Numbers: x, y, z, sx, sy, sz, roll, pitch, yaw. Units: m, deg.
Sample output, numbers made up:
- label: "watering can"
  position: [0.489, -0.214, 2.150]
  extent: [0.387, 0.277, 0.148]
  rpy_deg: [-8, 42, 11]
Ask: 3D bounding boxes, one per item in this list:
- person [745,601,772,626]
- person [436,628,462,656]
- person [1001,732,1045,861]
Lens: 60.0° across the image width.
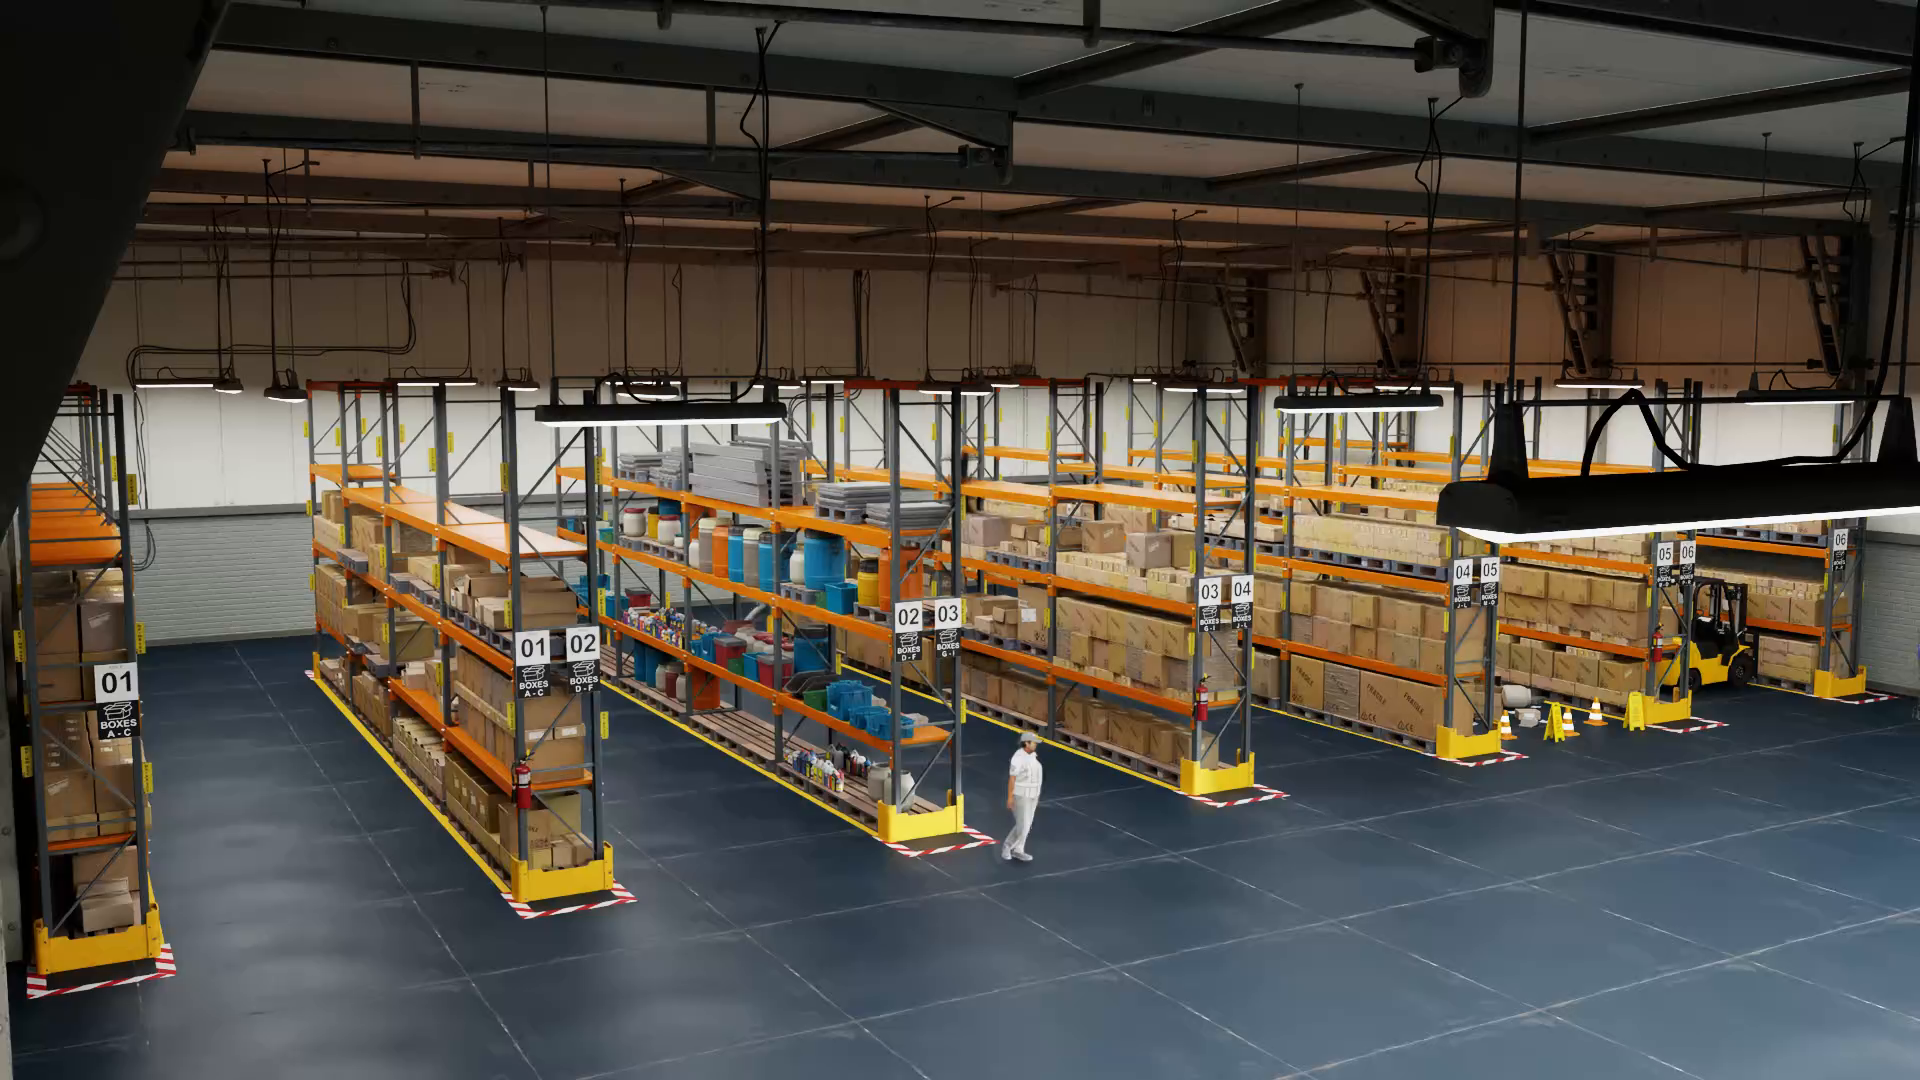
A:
- label: "person"
  position: [-4.645, 1.229, 39.597]
  extent: [0.990, 1.783, 0.690]
  rpy_deg: [-2, 7, -22]
- label: "person"
  position: [-10.540, 1.887, 34.045]
  extent: [0.876, 1.692, 0.559]
  rpy_deg: [5, 8, 40]
- label: "person"
  position: [0.785, 3.258, 21.128]
  extent: [0.465, 1.655, 0.581]
  rpy_deg: [4, 7, 33]
